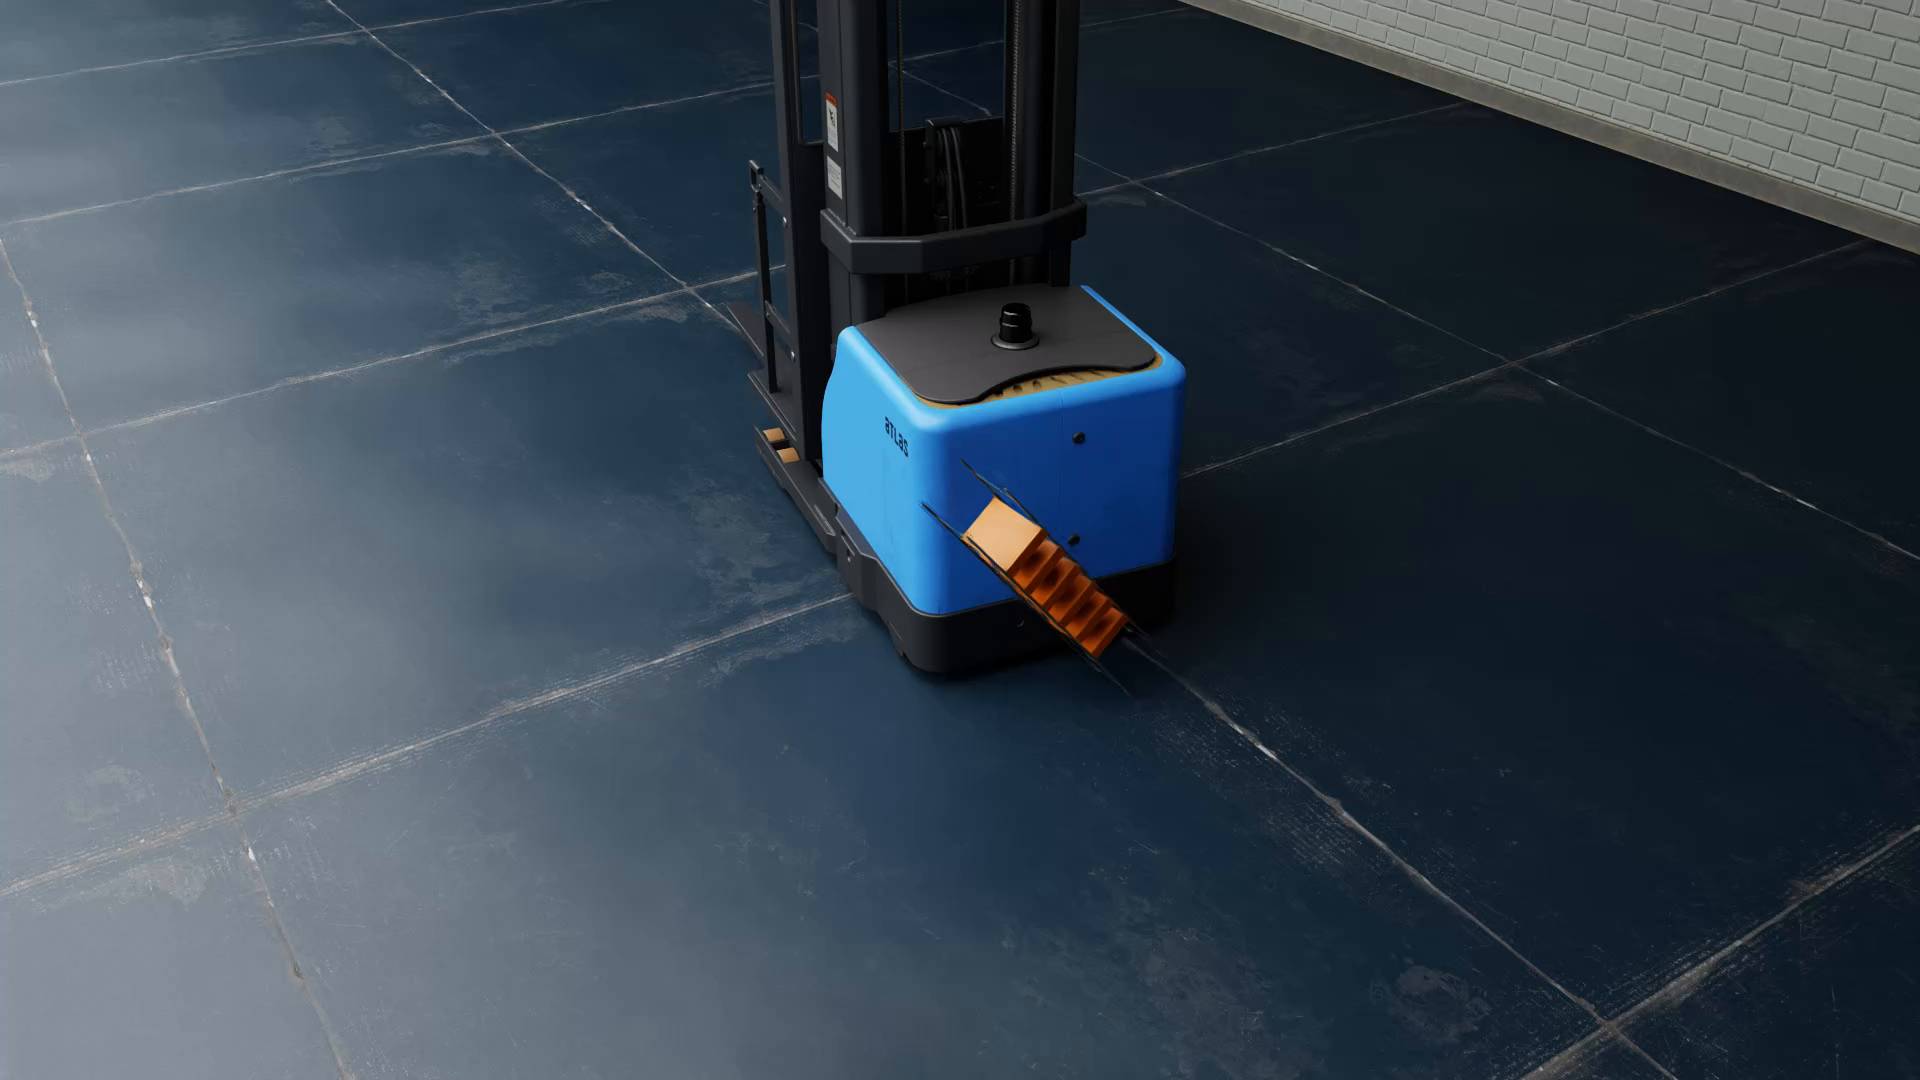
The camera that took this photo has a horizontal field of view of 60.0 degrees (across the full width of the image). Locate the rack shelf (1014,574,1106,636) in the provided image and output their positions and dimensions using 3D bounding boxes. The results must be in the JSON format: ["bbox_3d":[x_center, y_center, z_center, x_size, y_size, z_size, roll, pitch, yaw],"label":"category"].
[{"bbox_3d":[0.328,0.171,5.543,0.180,0.103,0.258,-50,47,-4],"label":"rack shelf"}]

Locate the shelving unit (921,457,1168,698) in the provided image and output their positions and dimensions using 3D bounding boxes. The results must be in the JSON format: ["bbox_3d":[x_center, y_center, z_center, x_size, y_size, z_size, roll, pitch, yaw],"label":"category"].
[{"bbox_3d":[0.306,0.150,5.510,0.189,1.200,0.258,-50,47,-4],"label":"shelving unit"}]

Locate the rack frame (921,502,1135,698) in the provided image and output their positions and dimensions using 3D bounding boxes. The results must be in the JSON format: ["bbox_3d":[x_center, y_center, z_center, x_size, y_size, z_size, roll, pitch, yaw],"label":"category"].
[{"bbox_3d":[0.248,0.220,5.504,0.006,1.200,0.240,-50,47,-4],"label":"rack frame"}]

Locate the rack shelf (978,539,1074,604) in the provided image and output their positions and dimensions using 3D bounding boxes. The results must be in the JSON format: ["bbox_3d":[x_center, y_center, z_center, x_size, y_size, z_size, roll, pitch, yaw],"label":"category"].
[{"bbox_3d":[0.209,0.058,5.368,0.180,0.103,0.258,-50,47,-4],"label":"rack shelf"}]

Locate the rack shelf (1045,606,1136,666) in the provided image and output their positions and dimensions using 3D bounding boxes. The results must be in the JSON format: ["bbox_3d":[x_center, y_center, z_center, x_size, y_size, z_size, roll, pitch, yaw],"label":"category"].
[{"bbox_3d":[0.447,0.285,5.718,0.180,0.103,0.258,-50,47,-4],"label":"rack shelf"}]

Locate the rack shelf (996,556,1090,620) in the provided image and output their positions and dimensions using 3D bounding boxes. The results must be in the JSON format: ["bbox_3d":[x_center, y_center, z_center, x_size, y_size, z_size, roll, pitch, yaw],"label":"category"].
[{"bbox_3d":[0.269,0.114,5.455,0.180,0.103,0.258,-50,47,-4],"label":"rack shelf"}]

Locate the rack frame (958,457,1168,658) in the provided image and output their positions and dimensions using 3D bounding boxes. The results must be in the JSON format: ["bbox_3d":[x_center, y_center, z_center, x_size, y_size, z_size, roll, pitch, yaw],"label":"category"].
[{"bbox_3d":[0.365,0.080,5.517,0.006,1.200,0.240,-50,47,-4],"label":"rack frame"}]

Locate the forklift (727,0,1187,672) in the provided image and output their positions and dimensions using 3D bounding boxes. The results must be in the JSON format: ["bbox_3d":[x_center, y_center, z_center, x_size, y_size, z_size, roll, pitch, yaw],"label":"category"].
[{"bbox_3d":[-0.244,-1.546,6.453,1.130,2.935,3.031,-13,34,-19],"label":"forklift"}]

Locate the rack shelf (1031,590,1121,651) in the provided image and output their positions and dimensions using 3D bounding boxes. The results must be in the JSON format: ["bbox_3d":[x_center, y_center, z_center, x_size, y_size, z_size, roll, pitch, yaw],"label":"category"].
[{"bbox_3d":[0.388,0.228,5.630,0.180,0.103,0.258,-50,47,-4],"label":"rack shelf"}]

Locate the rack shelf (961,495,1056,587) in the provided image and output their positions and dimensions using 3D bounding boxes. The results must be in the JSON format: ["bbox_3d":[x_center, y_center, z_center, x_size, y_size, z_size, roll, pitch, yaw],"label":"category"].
[{"bbox_3d":[0.150,0.001,5.281,0.180,0.103,0.258,-50,47,-4],"label":"rack shelf"}]
